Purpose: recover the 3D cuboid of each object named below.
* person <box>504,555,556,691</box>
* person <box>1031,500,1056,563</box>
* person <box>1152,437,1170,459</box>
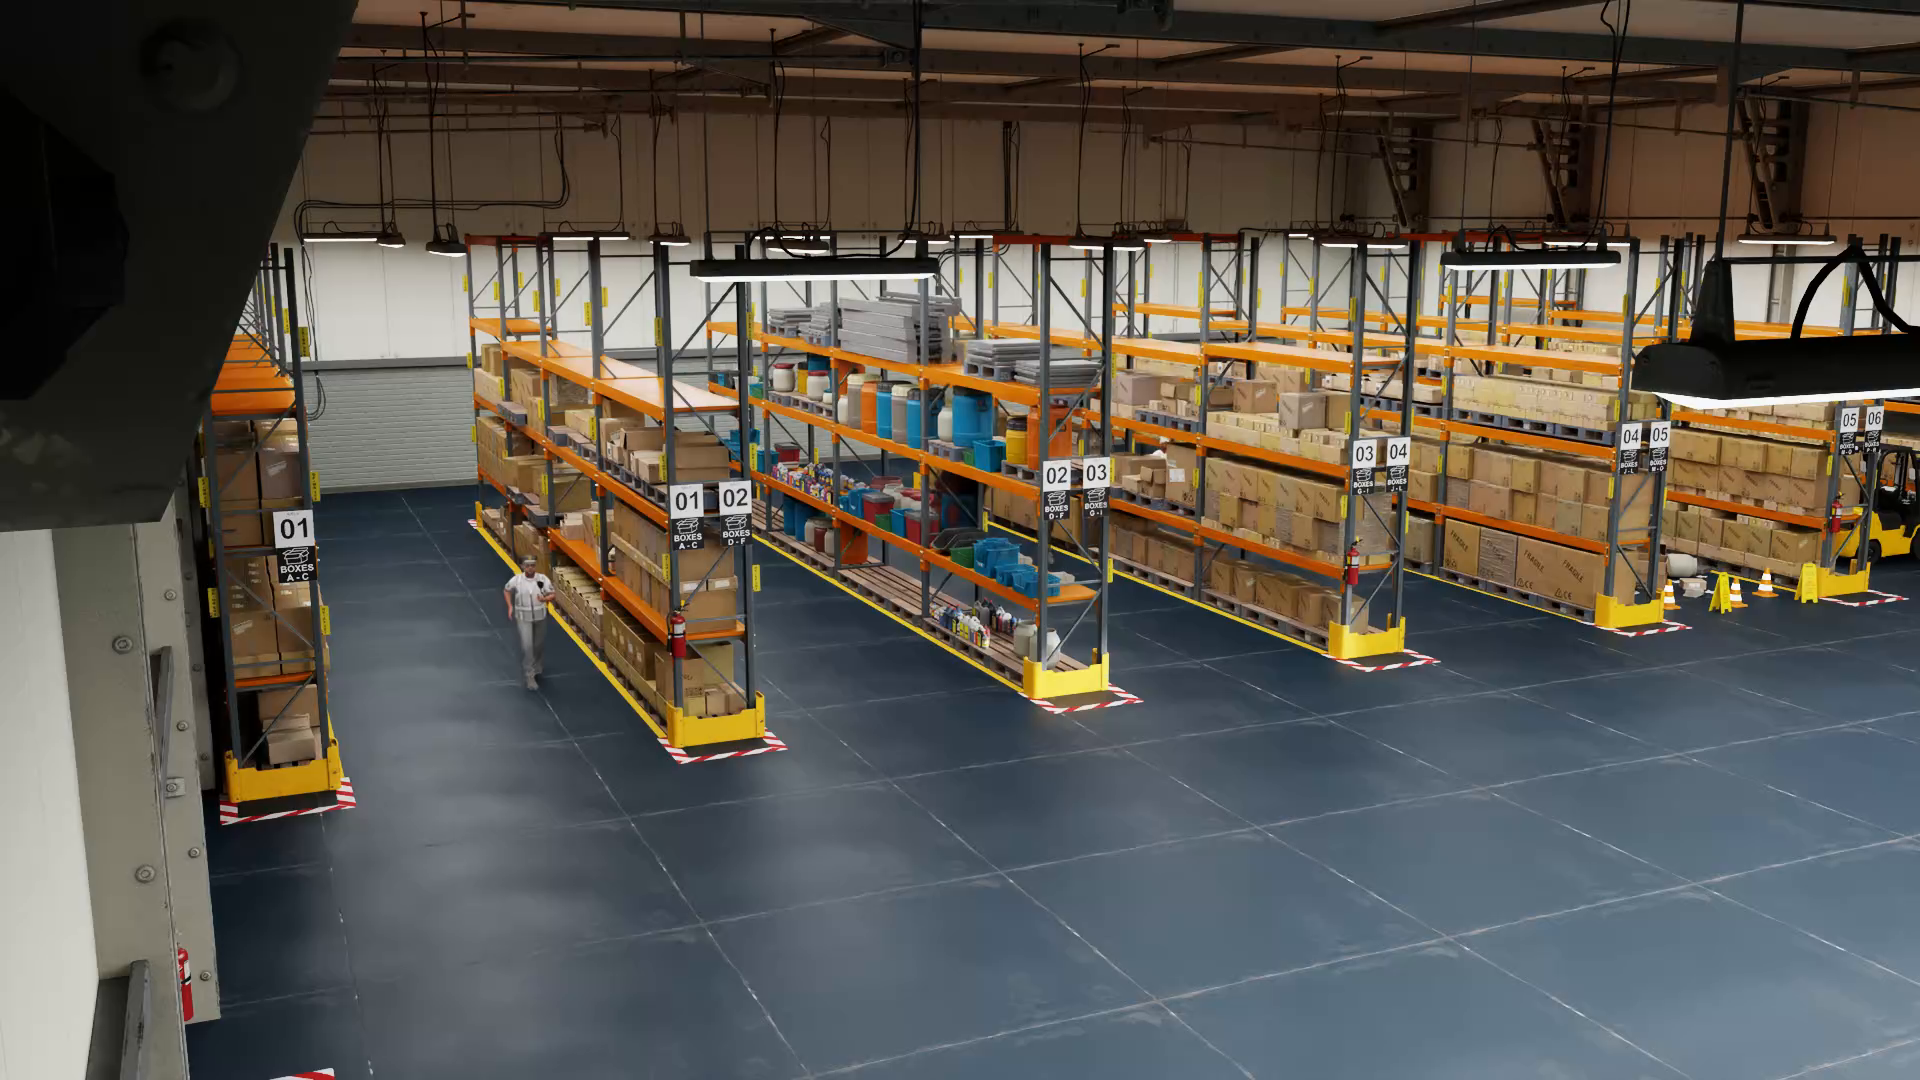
[{"bbox_3d":[-5.877,1.073,22.832,0.657,1.795,0.956,-5,12,-23],"label":"person"},{"bbox_3d":[1.588,-0.566,29.776,0.684,1.829,0.876,-4,12,-21],"label":"person"},{"bbox_3d":[4.379,-1.335,35.525,0.712,1.745,0.870,-5,12,-26],"label":"person"}]
